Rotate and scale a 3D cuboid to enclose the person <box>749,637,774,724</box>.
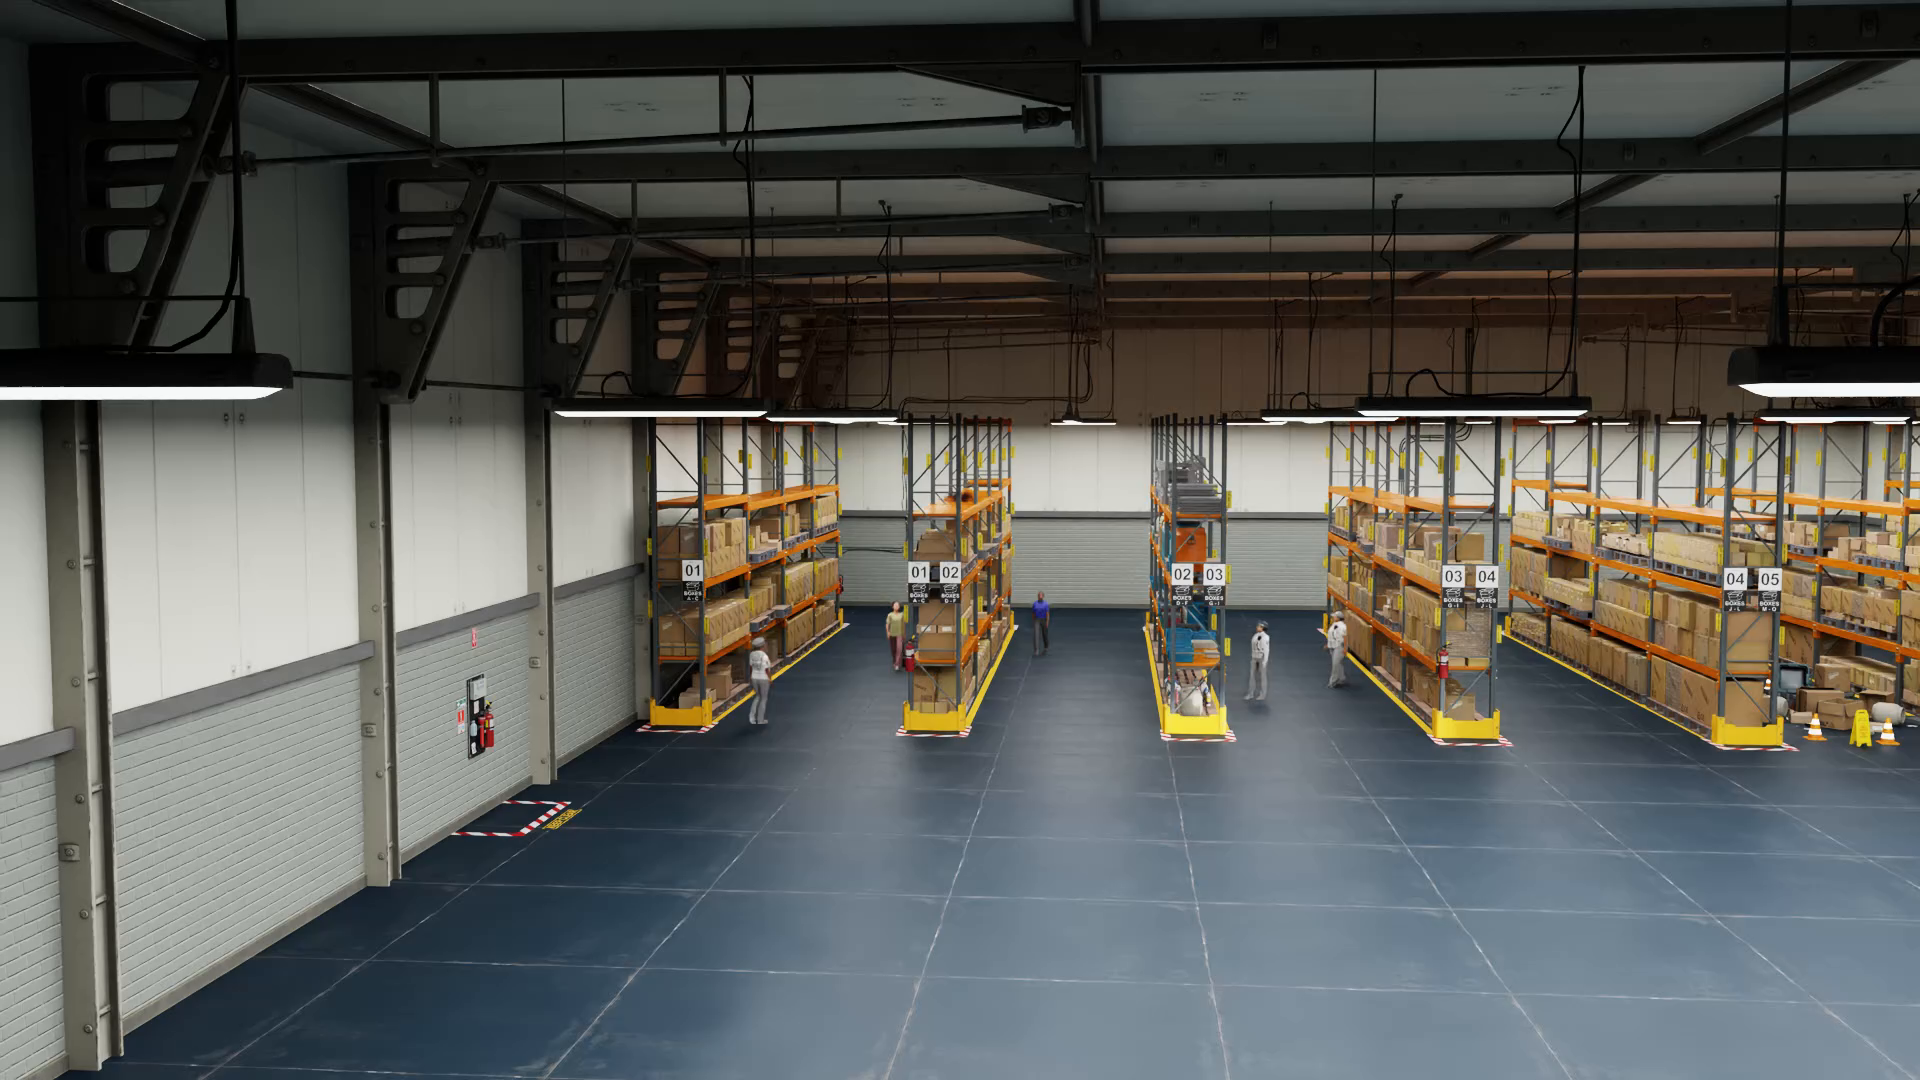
[{"bbox_3d":[-3.840,2.711,32.041,0.463,1.702,0.442,2,4,30],"label":"person"}]

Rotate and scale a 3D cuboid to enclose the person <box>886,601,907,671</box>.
[{"bbox_3d":[-1.529,2.267,39.398,0.463,1.609,0.993,1,4,9],"label":"person"}]

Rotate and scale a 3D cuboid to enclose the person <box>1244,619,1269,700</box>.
[{"bbox_3d":[6.285,2.526,35.051,0.486,1.701,0.480,-3,5,-36],"label":"person"}]

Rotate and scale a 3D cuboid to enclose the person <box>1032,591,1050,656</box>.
[{"bbox_3d":[2.030,2.093,41.916,0.466,1.602,0.945,0,4,7],"label":"person"}]

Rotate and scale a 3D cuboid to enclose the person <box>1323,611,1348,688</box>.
[{"bbox_3d":[8.321,2.412,36.879,0.743,1.660,0.546,-2,5,-33],"label":"person"}]
